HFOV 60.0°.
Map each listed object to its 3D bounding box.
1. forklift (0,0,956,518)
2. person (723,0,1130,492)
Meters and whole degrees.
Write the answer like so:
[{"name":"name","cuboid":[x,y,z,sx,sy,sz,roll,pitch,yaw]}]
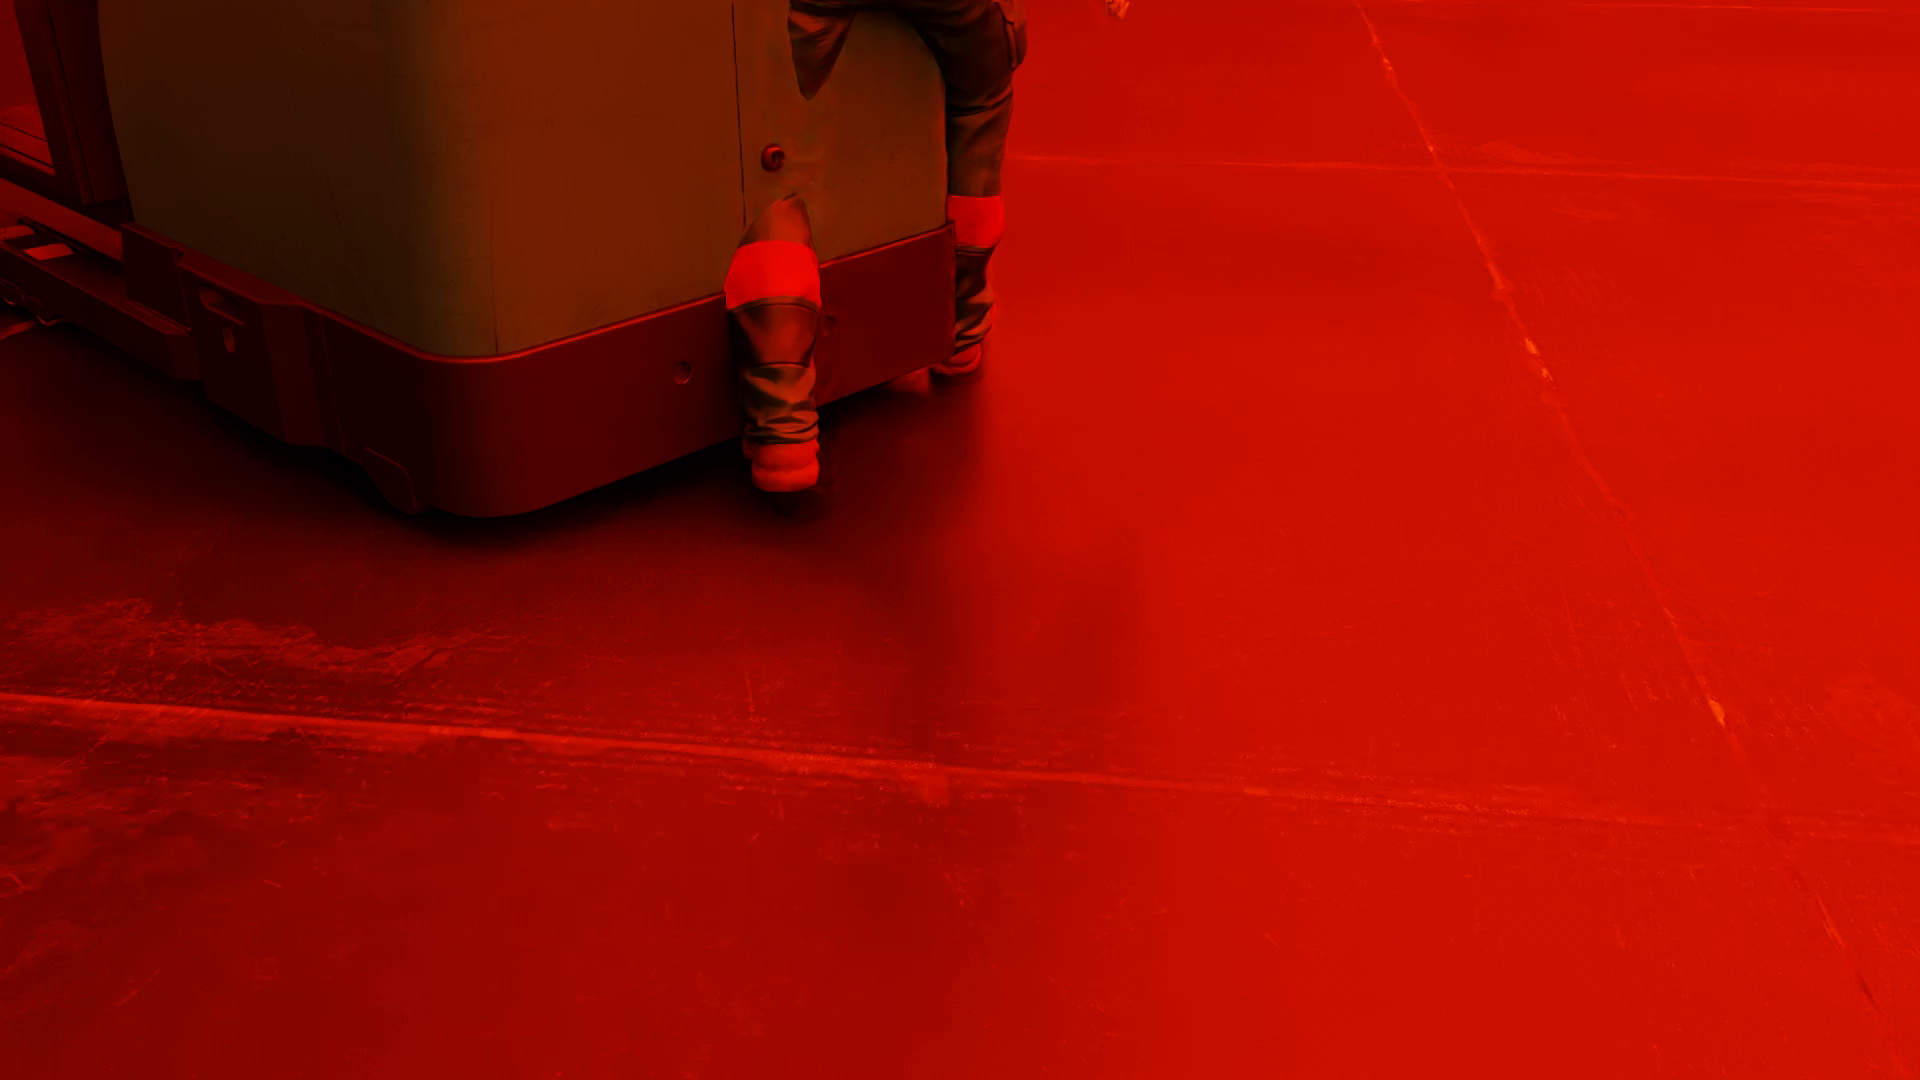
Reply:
[{"name":"forklift","cuboid":[-1.425,-1.892,3.010,3.031,2.935,1.130,23,34,38]},{"name":"person","cuboid":[-0.084,-0.991,2.600,0.714,1.716,0.832,-5,27,-9]}]
